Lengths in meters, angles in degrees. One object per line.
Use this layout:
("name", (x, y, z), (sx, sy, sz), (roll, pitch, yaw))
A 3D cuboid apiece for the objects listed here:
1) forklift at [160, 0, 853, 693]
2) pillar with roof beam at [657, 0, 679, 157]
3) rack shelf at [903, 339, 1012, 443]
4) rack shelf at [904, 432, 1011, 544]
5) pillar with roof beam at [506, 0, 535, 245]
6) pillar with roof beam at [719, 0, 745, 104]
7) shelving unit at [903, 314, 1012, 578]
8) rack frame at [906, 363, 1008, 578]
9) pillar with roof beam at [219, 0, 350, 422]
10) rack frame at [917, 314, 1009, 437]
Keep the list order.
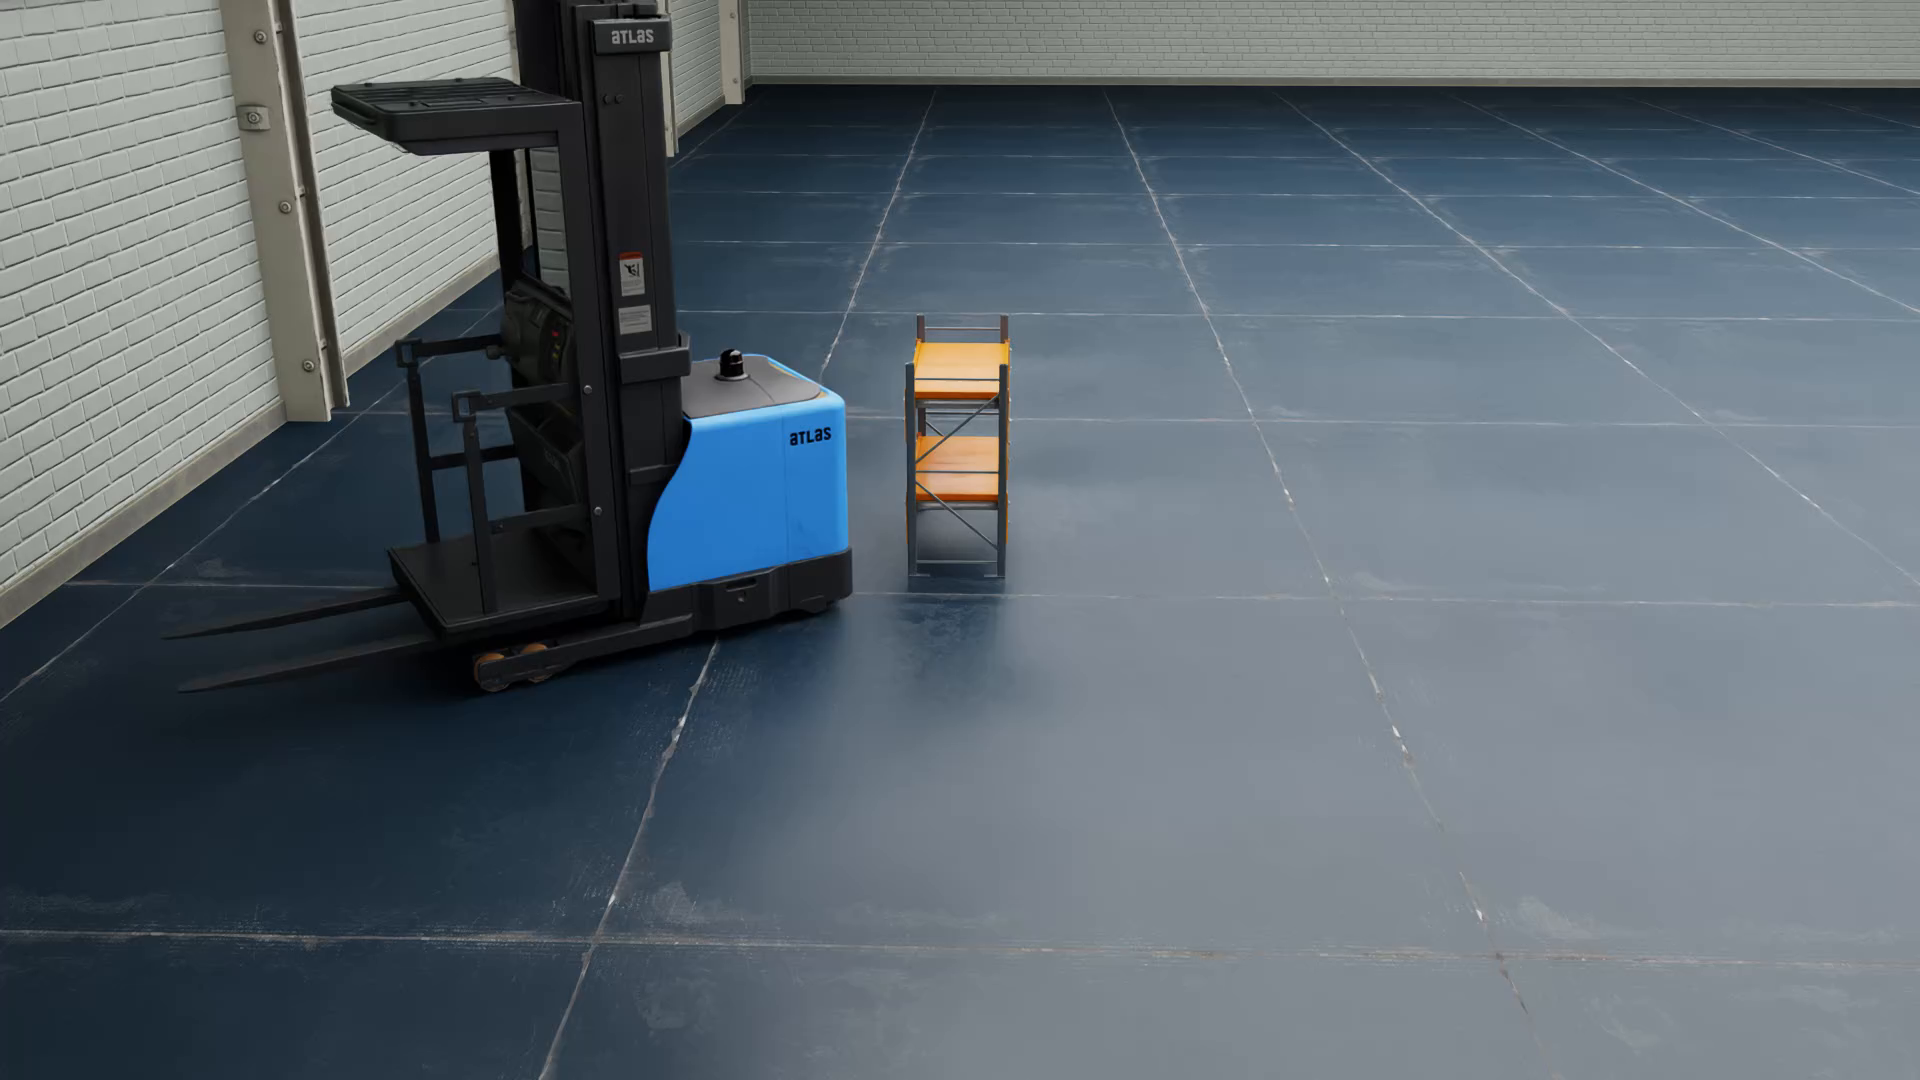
("forklift", (-2.060, -0.917, 7.341), (3.031, 2.935, 1.130), (-12, 24, -28))
("pillar with roof beam", (0.317, -9.348, 20.682), (9.100, 9.000, 0.400), (1, 21, 2))
("rack shelf", (0.000, -0.795, 8.713), (0.538, 0.278, 1.000), (1, 21, 2))
("rack shelf", (0.000, -0.294, 8.908), (0.538, 0.278, 1.000), (1, 21, 2))
("pillar with roof beam", (0.135, -7.179, 15.090), (9.100, 9.000, 0.400), (1, 21, 2))
("pillar with roof beam", (0.500, -11.518, 26.273), (9.100, 9.000, 0.400), (1, 21, 2))
("shelving unit", (0.000, -0.522, 8.819), (0.538, 1.125, 1.048), (1, 21, 2))
("rack frame", (-0.016, -0.338, 8.345), (0.500, 1.125, 0.032), (1, 21, 2))
("pillar with roof beam", (-0.048, -5.009, 9.499), (9.100, 9.000, 0.400), (1, 21, 2))
("rack frame", (0.015, -0.706, 9.293), (0.500, 1.125, 0.032), (1, 21, 2))
